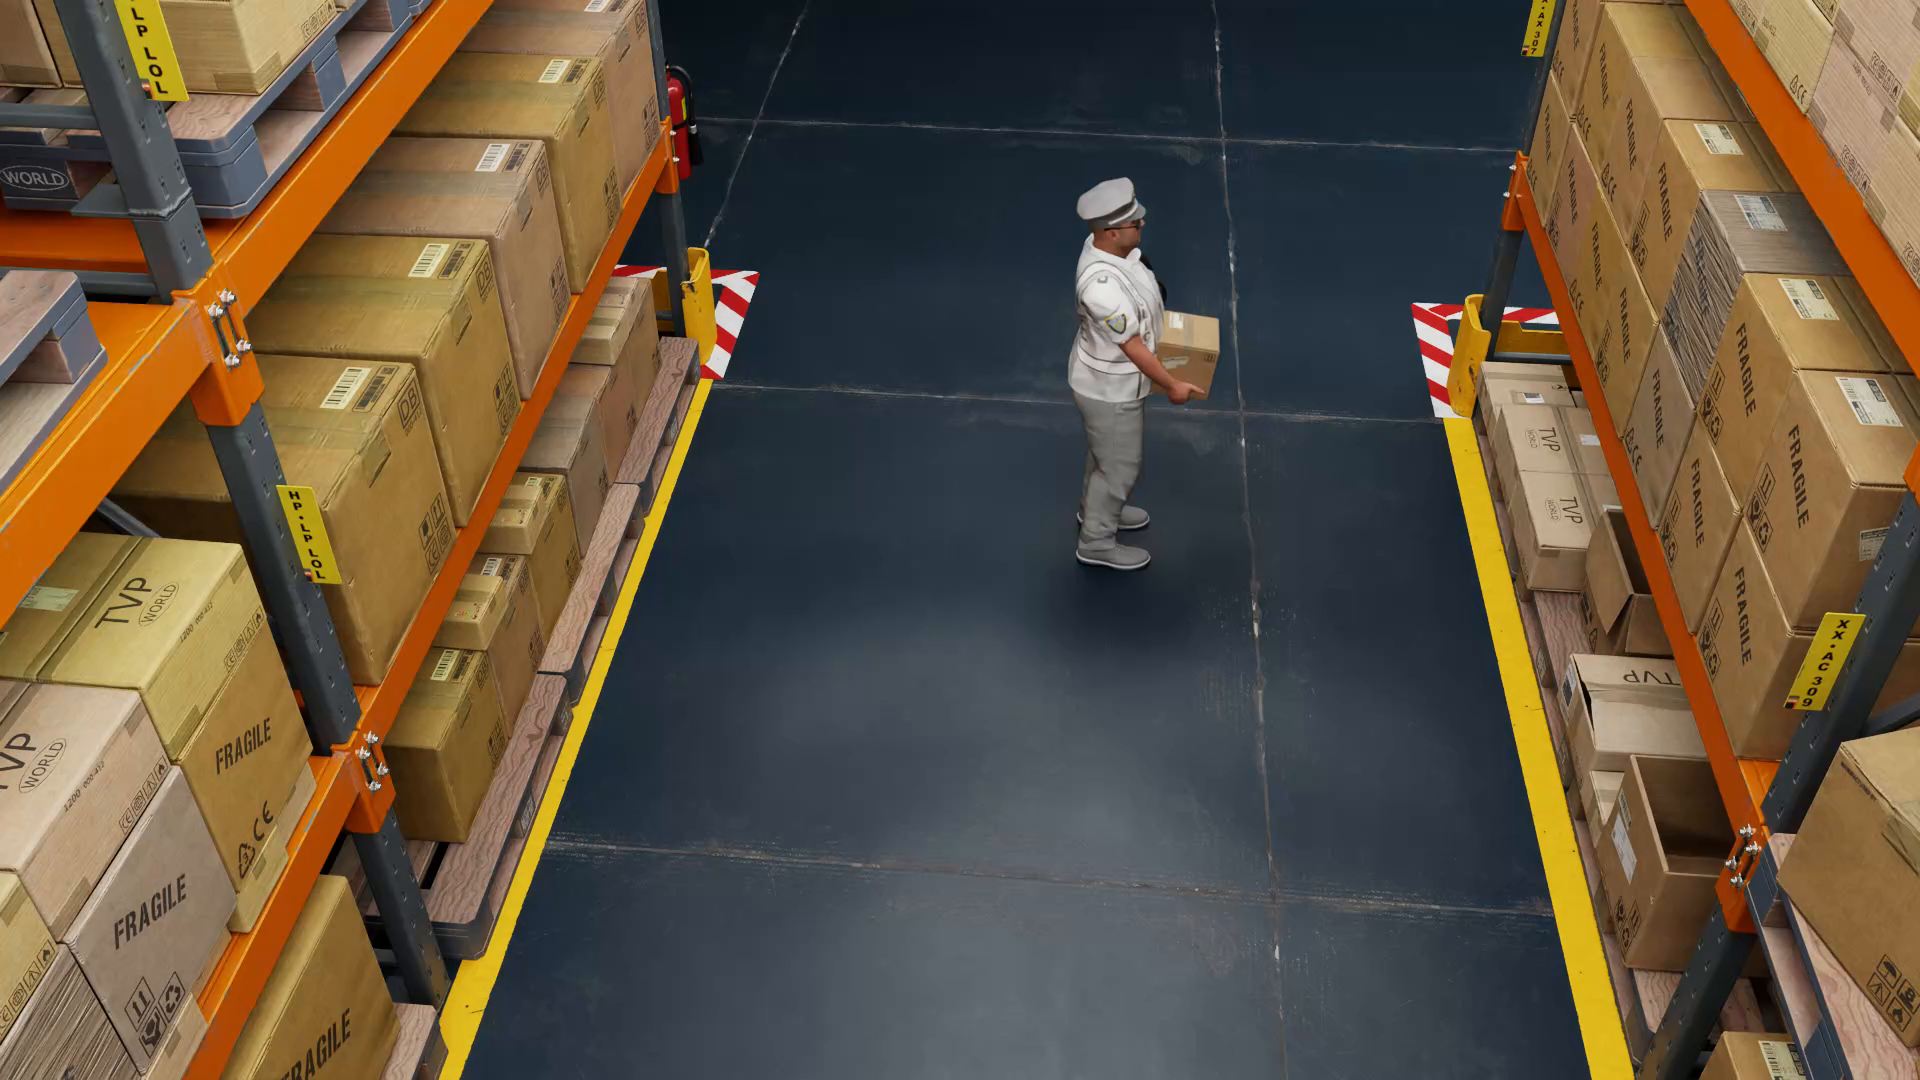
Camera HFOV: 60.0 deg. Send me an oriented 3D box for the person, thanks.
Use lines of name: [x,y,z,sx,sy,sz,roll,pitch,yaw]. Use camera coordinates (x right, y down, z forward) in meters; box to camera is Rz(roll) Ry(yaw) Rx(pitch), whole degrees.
person: [0.734,-0.682,6.958,0.563,1.767,0.494,4,40,5]
